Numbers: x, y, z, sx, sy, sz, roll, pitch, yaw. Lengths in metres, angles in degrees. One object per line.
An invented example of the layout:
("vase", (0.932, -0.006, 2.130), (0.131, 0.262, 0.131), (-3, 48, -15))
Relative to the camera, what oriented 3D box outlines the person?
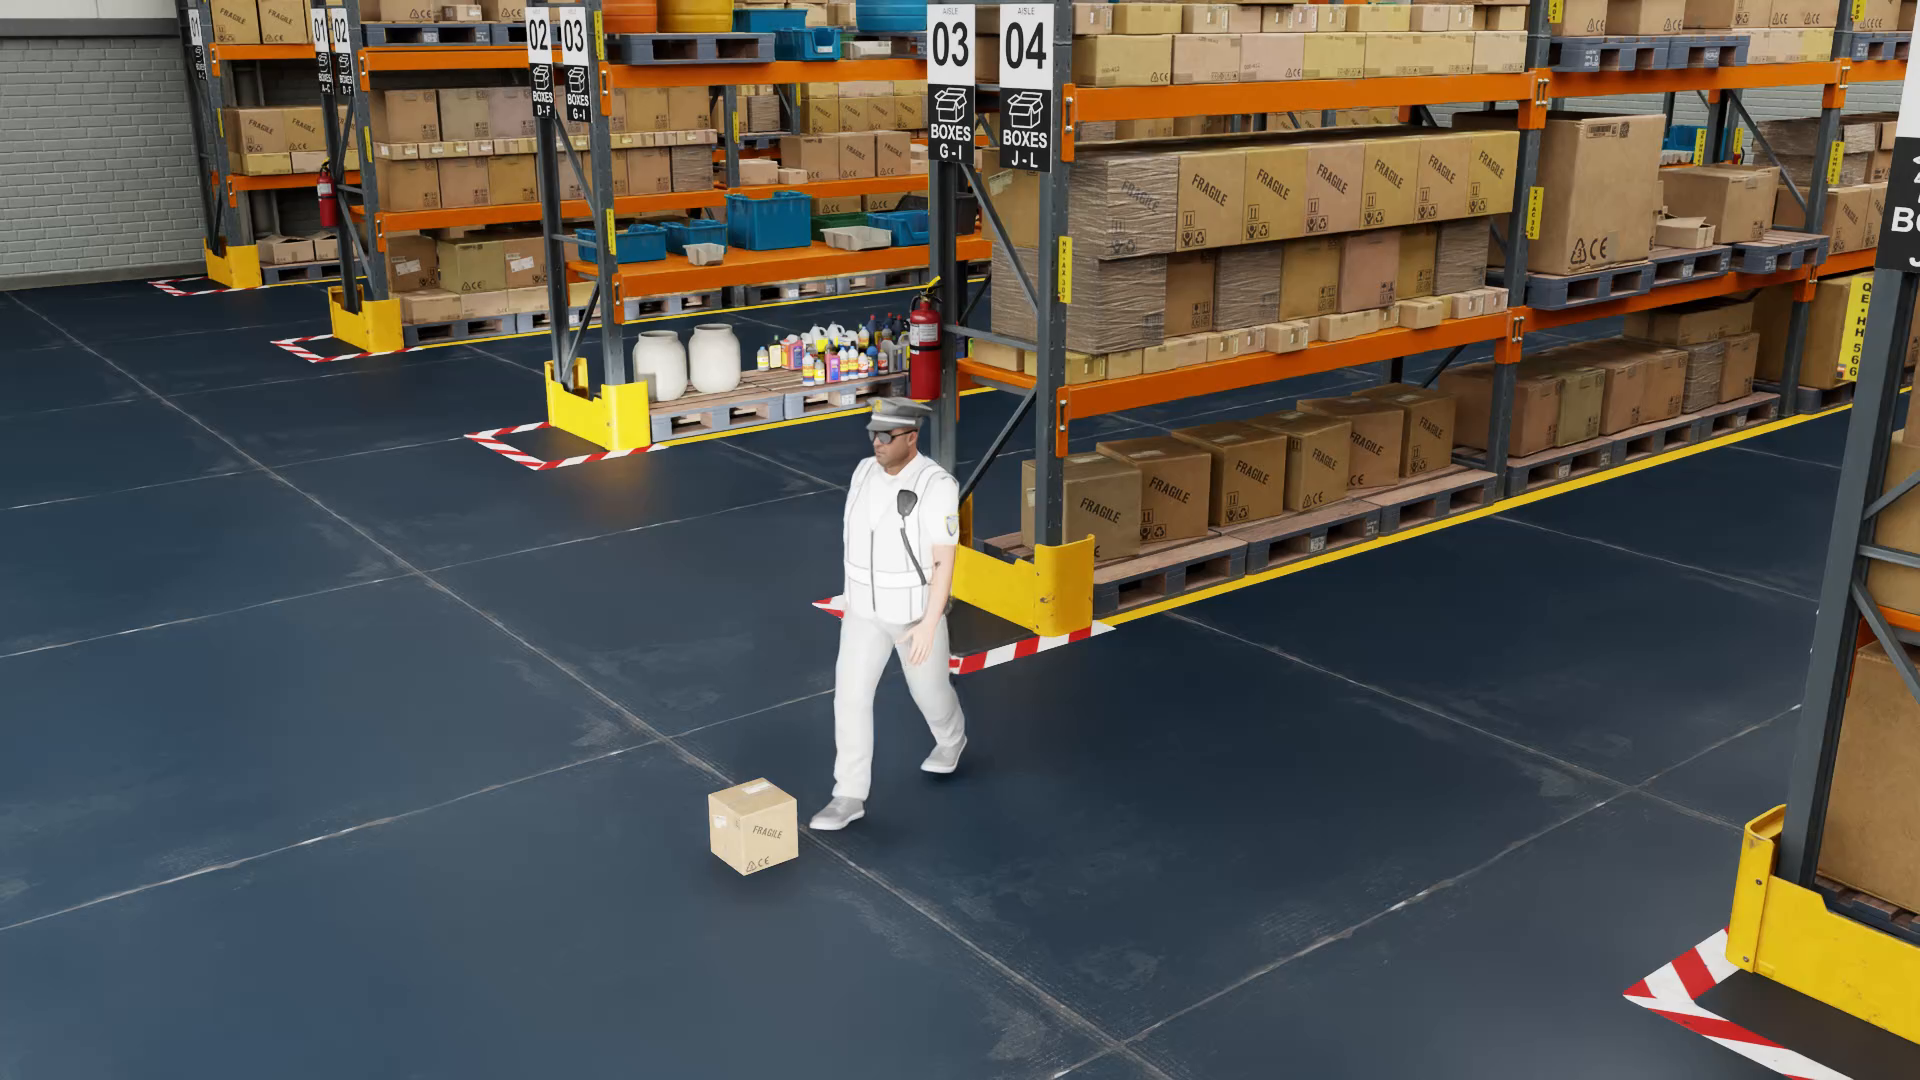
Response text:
("person", (-0.258, 0.266, 6.686), (0.527, 1.727, 0.972), (7, 19, 22))
